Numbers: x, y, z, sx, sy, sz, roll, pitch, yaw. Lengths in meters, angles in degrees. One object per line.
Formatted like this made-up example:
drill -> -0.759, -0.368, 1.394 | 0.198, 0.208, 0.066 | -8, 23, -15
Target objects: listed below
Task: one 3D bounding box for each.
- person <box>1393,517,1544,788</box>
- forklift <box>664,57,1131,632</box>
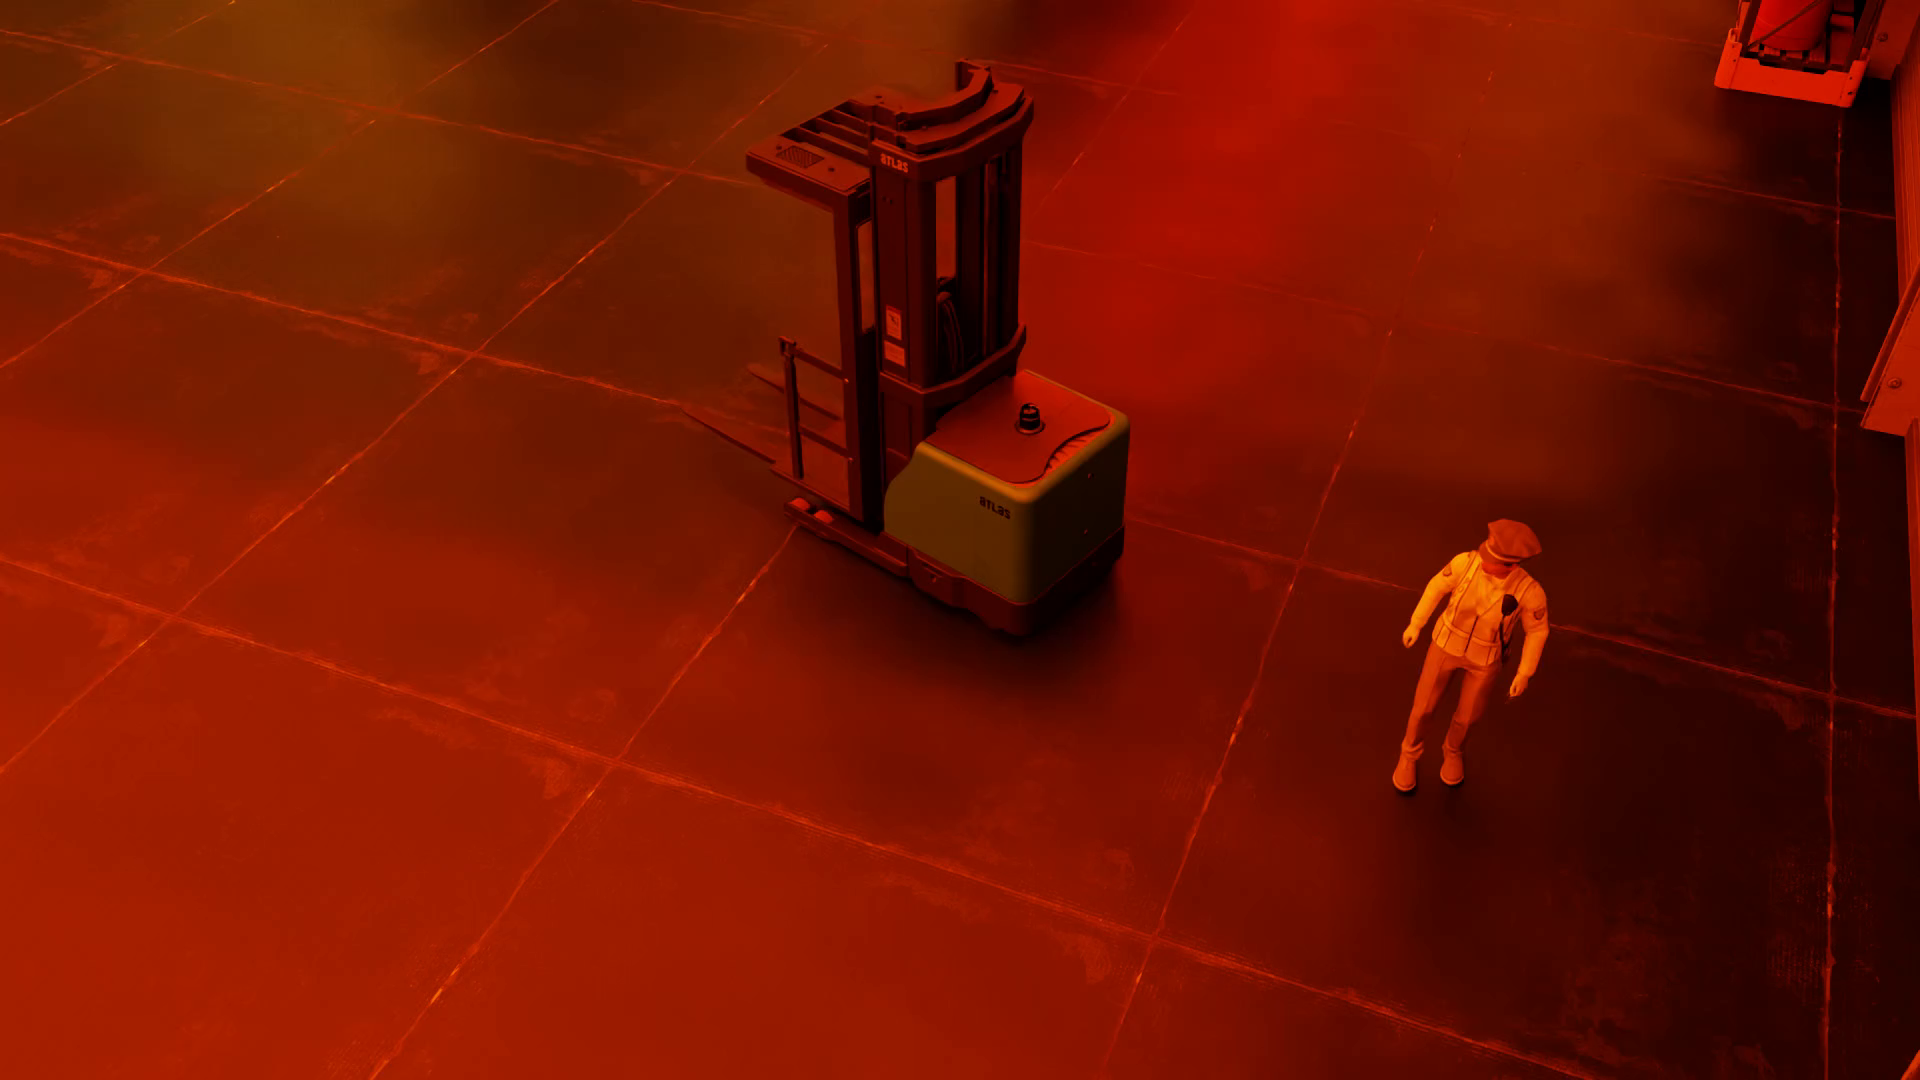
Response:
person -> 2.523, 0.587, 8.294 | 0.630, 1.667, 0.412 | 18, 43, 20
forklift -> -0.504, -1.345, 9.613 | 3.031, 2.935, 1.130 | 24, 45, 26
